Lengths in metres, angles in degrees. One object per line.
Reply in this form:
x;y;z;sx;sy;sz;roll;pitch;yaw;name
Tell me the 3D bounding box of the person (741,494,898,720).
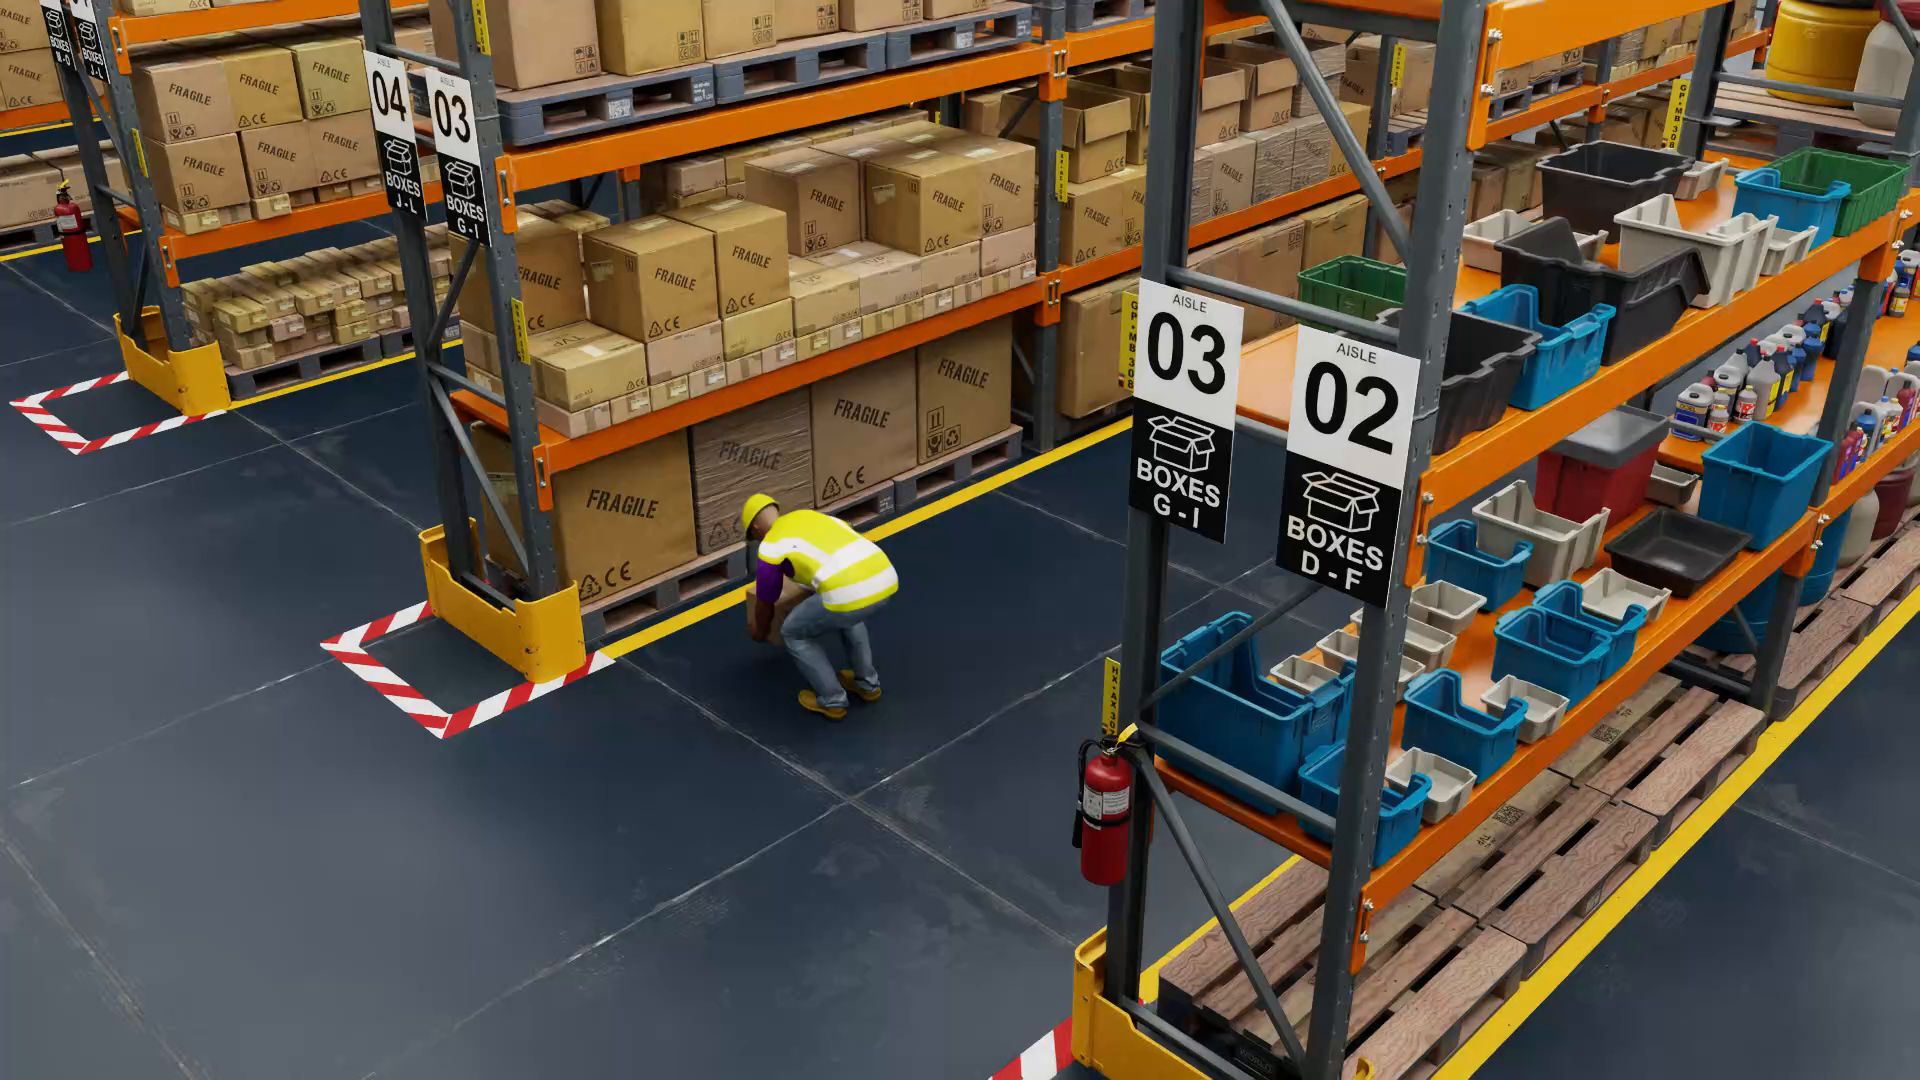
-0.767;0.342;8.725;0.966;1.039;0.518;23;35;36;person
